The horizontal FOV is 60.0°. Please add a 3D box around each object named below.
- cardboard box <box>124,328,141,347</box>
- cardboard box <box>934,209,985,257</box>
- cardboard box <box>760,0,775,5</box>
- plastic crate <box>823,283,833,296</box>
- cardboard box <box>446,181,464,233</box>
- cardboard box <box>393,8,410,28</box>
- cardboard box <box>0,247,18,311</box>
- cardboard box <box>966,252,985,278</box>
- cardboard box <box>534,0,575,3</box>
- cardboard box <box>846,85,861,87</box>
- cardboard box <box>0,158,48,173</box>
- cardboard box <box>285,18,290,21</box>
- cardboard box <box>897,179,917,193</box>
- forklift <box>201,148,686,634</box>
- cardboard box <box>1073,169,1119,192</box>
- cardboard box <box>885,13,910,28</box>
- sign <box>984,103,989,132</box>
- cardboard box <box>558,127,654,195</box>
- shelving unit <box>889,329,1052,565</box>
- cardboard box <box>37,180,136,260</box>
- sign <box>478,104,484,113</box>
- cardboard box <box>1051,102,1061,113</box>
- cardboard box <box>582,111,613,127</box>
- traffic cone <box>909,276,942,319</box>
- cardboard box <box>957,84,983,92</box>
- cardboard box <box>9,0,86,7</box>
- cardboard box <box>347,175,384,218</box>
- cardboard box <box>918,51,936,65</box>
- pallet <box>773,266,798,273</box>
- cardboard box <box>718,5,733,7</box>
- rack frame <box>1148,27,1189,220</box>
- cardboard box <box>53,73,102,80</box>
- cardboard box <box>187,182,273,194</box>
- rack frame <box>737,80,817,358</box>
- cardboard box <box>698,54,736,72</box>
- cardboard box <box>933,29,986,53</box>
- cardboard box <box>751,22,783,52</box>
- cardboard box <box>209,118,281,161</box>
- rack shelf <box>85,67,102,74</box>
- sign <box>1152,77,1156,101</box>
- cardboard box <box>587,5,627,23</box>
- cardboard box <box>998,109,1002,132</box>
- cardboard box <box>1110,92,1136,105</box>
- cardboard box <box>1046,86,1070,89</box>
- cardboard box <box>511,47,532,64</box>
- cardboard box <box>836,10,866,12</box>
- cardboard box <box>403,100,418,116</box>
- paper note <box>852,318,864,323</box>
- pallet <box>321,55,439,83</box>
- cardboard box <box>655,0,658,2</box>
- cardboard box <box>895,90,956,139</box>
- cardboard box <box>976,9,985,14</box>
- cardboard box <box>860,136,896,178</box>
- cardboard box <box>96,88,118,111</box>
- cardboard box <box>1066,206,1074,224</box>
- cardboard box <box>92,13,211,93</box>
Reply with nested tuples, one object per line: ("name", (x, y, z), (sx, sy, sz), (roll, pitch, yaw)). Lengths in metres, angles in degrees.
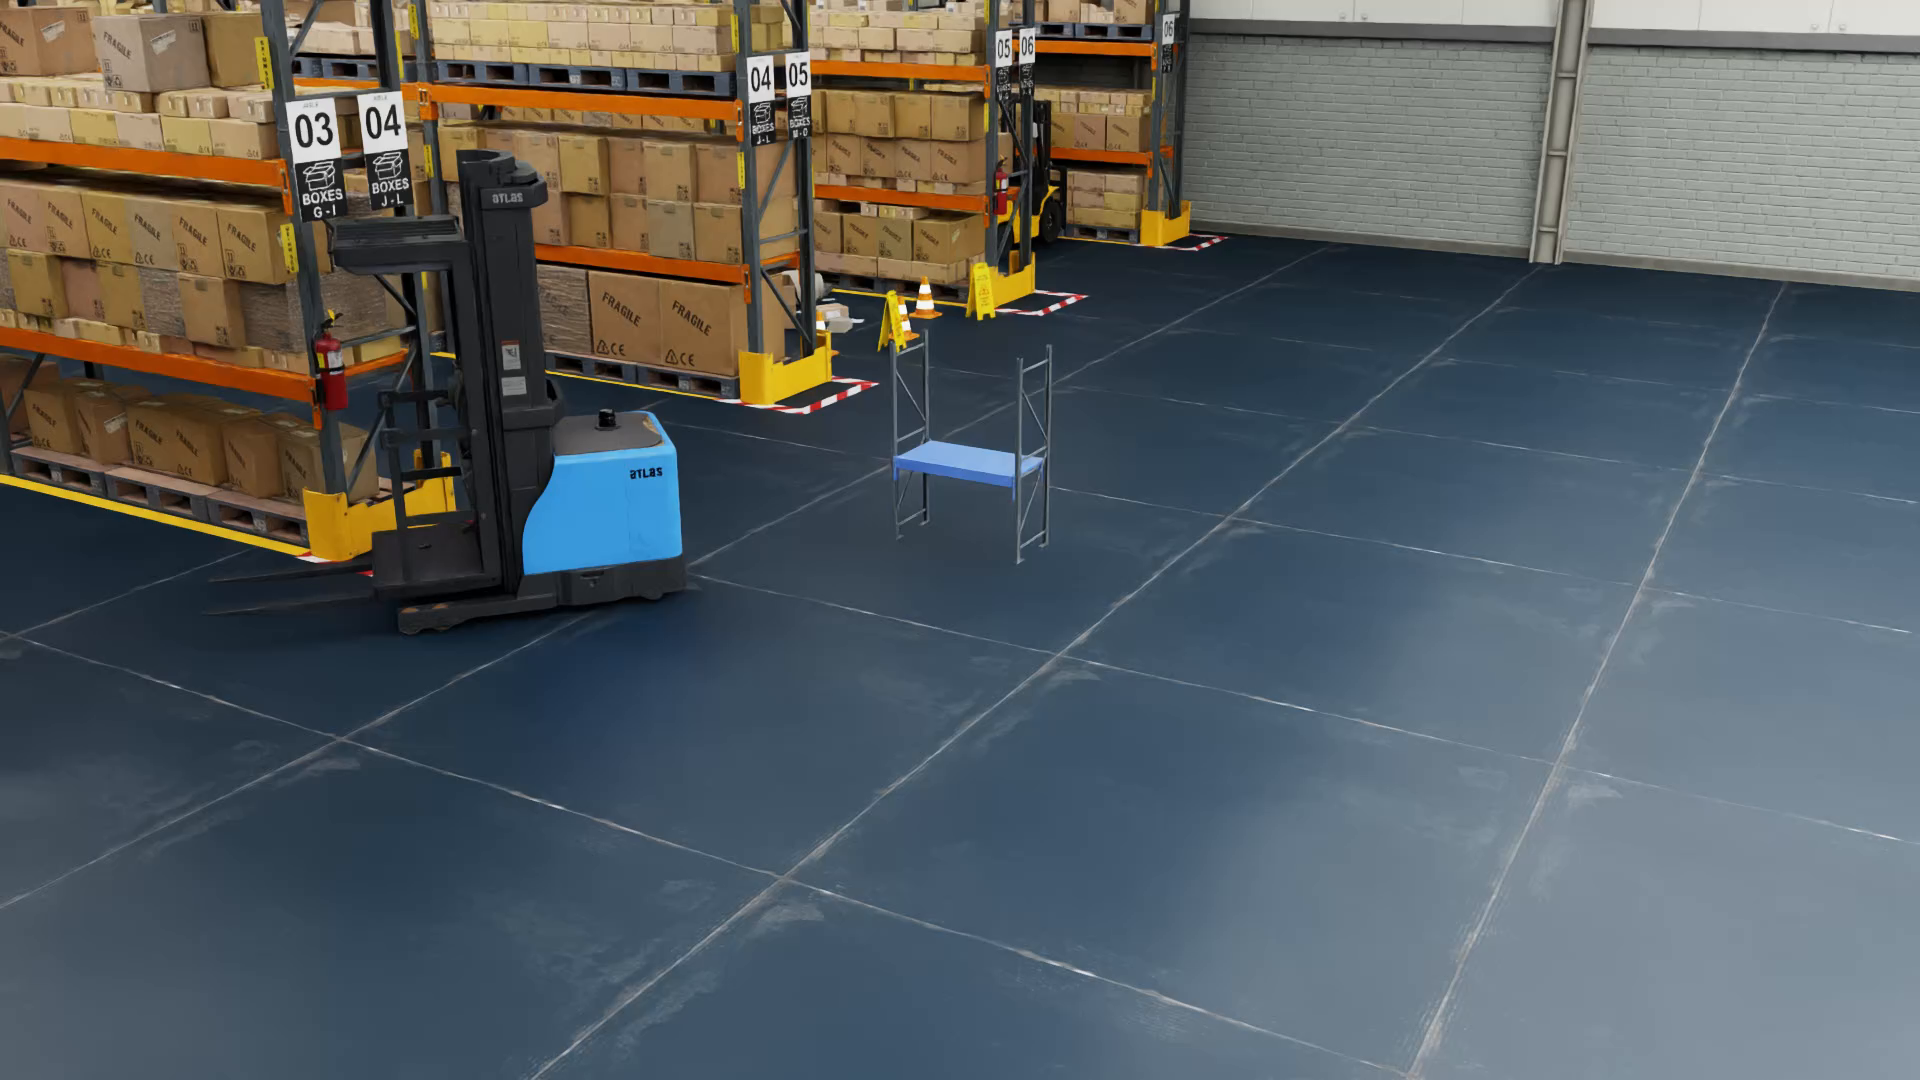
("cardboard box", (-6.132, -1.585, 12.705), (0.250, 0.149, 0.380), (11, 23, 27))
("cardboard box", (0.005, -3.865, 20.938), (0.500, 0.500, 0.500), (10, 22, 26))
("cardboard box", (-2.968, -8.650, 26.506), (0.500, 0.500, 0.700), (10, 22, 26))
("plastic crate", (-1.926, -3.175, 21.000), (0.583, 0.080, 0.402), (3, 20, 9))
("cardboard box", (-4.894, -3.575, 17.601), (0.550, 0.550, 0.875), (11, 23, 27))
("cardboard box", (-7.762, -7.387, 23.513), (0.258, 0.266, 0.396), (10, 22, 26))
("cardboard box", (-7.367, -2.196, 13.437), (0.500, 0.500, 0.875), (11, 23, 27))
("cardboard box", (0.026, -3.509, 21.055), (0.500, 0.250, 0.500), (11, 22, 27))
("cardboard box", (-4.090, -5.382, 16.840), (0.250, 0.149, 0.380), (11, 23, 28))
("cardboard box", (-1.769, -7.233, 26.808), (0.250, 0.149, 0.380), (11, 22, 27))
("cardboard box", (-8.355, -2.756, 14.067), (1.000, 1.000, 1.000), (11, 23, 28))
("cardboard box", (-7.656, -5.755, 18.802), (0.500, 0.311, 0.500), (11, 23, 27))
("cardboard box", (-0.563, -4.360, 20.353), (0.250, 0.149, 0.380), (11, 23, 28))
("forklift", (-3.432, -0.974, 10.753), (3.031, 2.935, 1.130), (-7, 21, -18))
("cardboard box", (2.010, -5.307, 24.548), (0.500, 0.250, 0.500), (11, 23, 28))
("cardboard box", (-0.688, -6.214, 19.898), (0.250, 0.149, 0.380), (11, 23, 27))
("sign", (0.307, -4.918, 19.364), (0.005, 0.325, 0.100), (11, 23, 27))
("cardboard box", (-3.509, -3.795, 16.625), (0.500, 0.550, 0.875), (11, 23, 27))
("shelving unit", (0.074, -0.691, 12.070), (1.048, 1.500, 0.538), (11, 23, 27))
("cardboard box", (-6.587, -2.443, 12.651), (0.500, 0.500, 0.500), (11, 23, 27))
("sign", (-6.656, -6.096, 23.074), (0.005, 0.325, 0.100), (11, 23, 27))
("cardboard box", (1.442, -6.398, 24.506), (0.250, 0.149, 0.380), (11, 23, 28))
("cardboard box", (-4.751, -5.702, 22.486), (0.500, 0.500, 0.500), (10, 22, 25))
("traffic cone", (-0.409, -2.882, 19.632), (0.334, 0.463, 0.336), (11, 23, 27))
("cardboard box", (0.154, -6.825, 25.247), (0.250, 0.149, 0.380), (10, 22, 26))
("cardboard box", (-10.922, -6.253, 20.037), (0.637, 0.503, 0.797), (10, 22, 27))
("cardboard box", (-6.249, -3.700, 18.021), (0.500, 0.500, 0.500), (11, 22, 27))
("cardboard box", (-0.301, -5.741, 19.764), (0.250, 0.149, 0.380), (12, 23, 29))
("pallet", (-2.293, -3.641, 22.092), (1.213, 0.211, 1.003), (11, 23, 27))
("cardboard box", (-2.085, -5.000, 15.789), (0.250, 0.149, 0.380), (11, 23, 28))
("rack frame", (3.013, -5.866, 24.137), (0.127, 3.000, 1.000), (11, 23, 27))
("cardboard box", (-6.855, -3.574, 13.055), (0.250, 0.149, 0.380), (10, 22, 25))
("cardboard box", (-5.455, -2.435, 12.629), (0.500, 0.500, 0.500), (11, 23, 27))
("rack frame", (-1.730, -2.897, 15.952), (0.127, 3.000, 1.000), (11, 23, 27))
("cardboard box", (-2.186, -4.388, 15.269), (0.250, 0.149, 0.380), (11, 23, 27))
("cardboard box", (0.017, -5.872, 19.538), (0.500, 0.250, 0.500), (10, 22, 27))
("cardboard box", (-2.026, -4.777, 15.759), (0.500, 0.250, 0.500), (11, 23, 27))
("cardboard box", (-4.782, -2.781, 11.455), (0.500, 0.250, 0.500), (11, 23, 29))
("rack shelf", (-10.460, -5.632, 20.148), (4.000, 0.370, 1.077), (11, 23, 27))
("sign", (2.736, -6.362, 23.460), (0.005, 0.325, 0.100), (11, 23, 27))
("cardboard box", (-3.300, -4.975, 15.718), (0.250, 0.149, 0.380), (10, 22, 27))
("cardboard box", (0.686, -6.261, 25.079), (0.500, 0.500, 0.500), (11, 22, 27))
("cardboard box", (2.367, -6.386, 24.037), (0.250, 0.149, 0.380), (11, 23, 27))
("cardboard box", (1.488, -6.743, 25.020), (0.250, 0.149, 0.380), (11, 23, 28))
("cardboard box", (-4.181, -4.768, 16.318), (0.250, 0.149, 0.380), (10, 22, 26))
("cardboard box", (-1.348, -6.536, 20.785), (0.250, 0.149, 0.380), (11, 23, 28))
("cardboard box", (-7.850, -6.410, 24.025), (0.500, 0.500, 0.500), (11, 23, 27))
("paper note", (-1.200, -2.556, 19.367), (0.142, 0.019, 0.148), (3, 20, 9))
("pallet", (-6.047, -5.020, 17.687), (1.217, 0.209, 0.805), (10, 22, 25))
("cardboard box", (-4.850, -8.936, 27.402), (0.250, 0.149, 0.380), (10, 22, 26))
("cardboard box", (-0.395, -5.151, 20.116), (0.500, 0.500, 0.700), (11, 23, 28))
("cardboard box", (0.436, -7.774, 24.606), (0.250, 0.149, 0.380), (12, 23, 29))
("cardboard box", (-0.883, -4.751, 20.482), (0.500, 0.500, 0.500), (11, 23, 27))
("cardboard box", (-5.981, -3.195, 12.012), (0.250, 0.149, 0.380), (10, 22, 25))
("cardboard box", (1.587, -4.926, 24.962), (0.500, 0.250, 0.500), (11, 23, 28))
("cardboard box", (-5.714, -3.452, 11.767), (0.500, 0.500, 0.500), (11, 23, 27))
